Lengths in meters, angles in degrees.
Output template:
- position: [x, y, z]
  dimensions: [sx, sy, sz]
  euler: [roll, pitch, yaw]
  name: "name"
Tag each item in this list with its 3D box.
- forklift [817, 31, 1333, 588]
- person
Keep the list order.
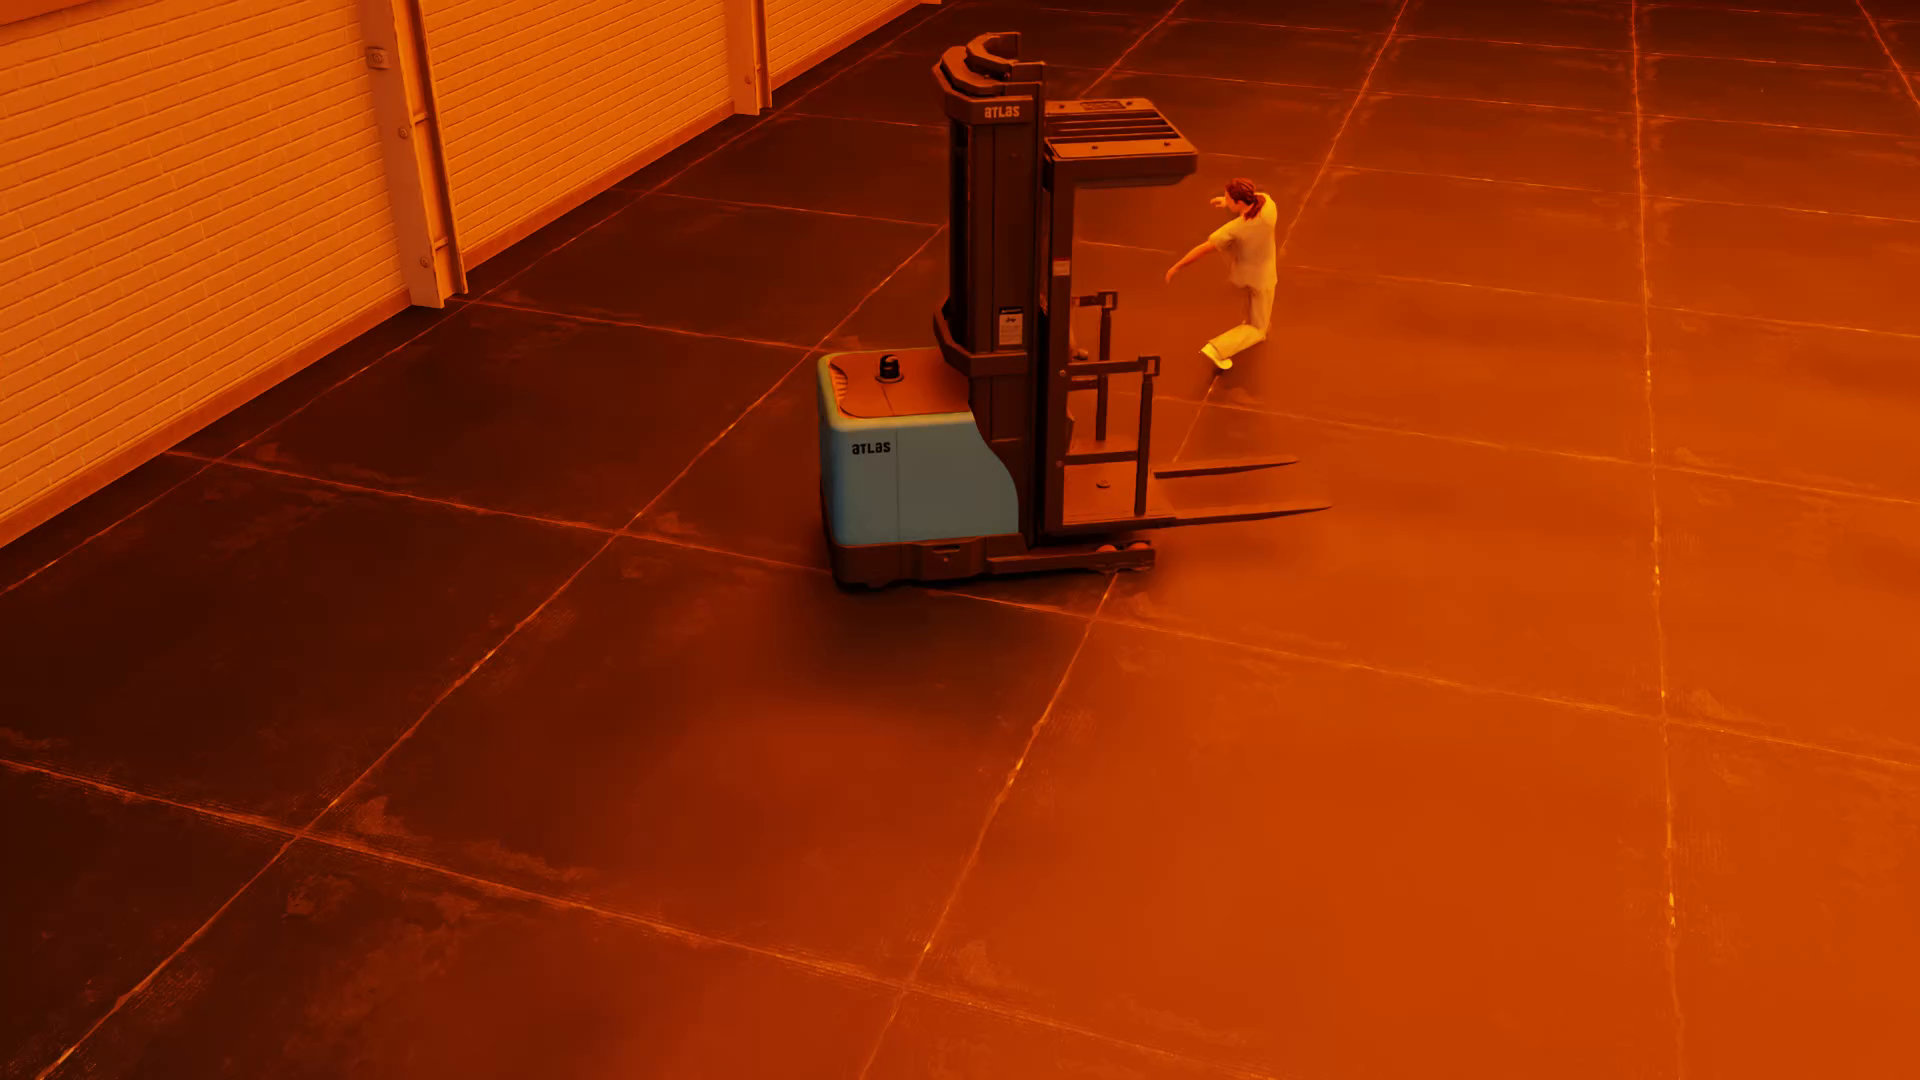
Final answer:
- position: [0.702, -1.329, 9.467]
  dimensions: [3.031, 2.935, 1.130]
  euler: [-5, 30, -8]
  name: "forklift"
- position: [1.967, -2.005, 12.223]
  dimensions: [0.749, 1.404, 0.966]
  euler: [12, 32, 20]
  name: "person"
